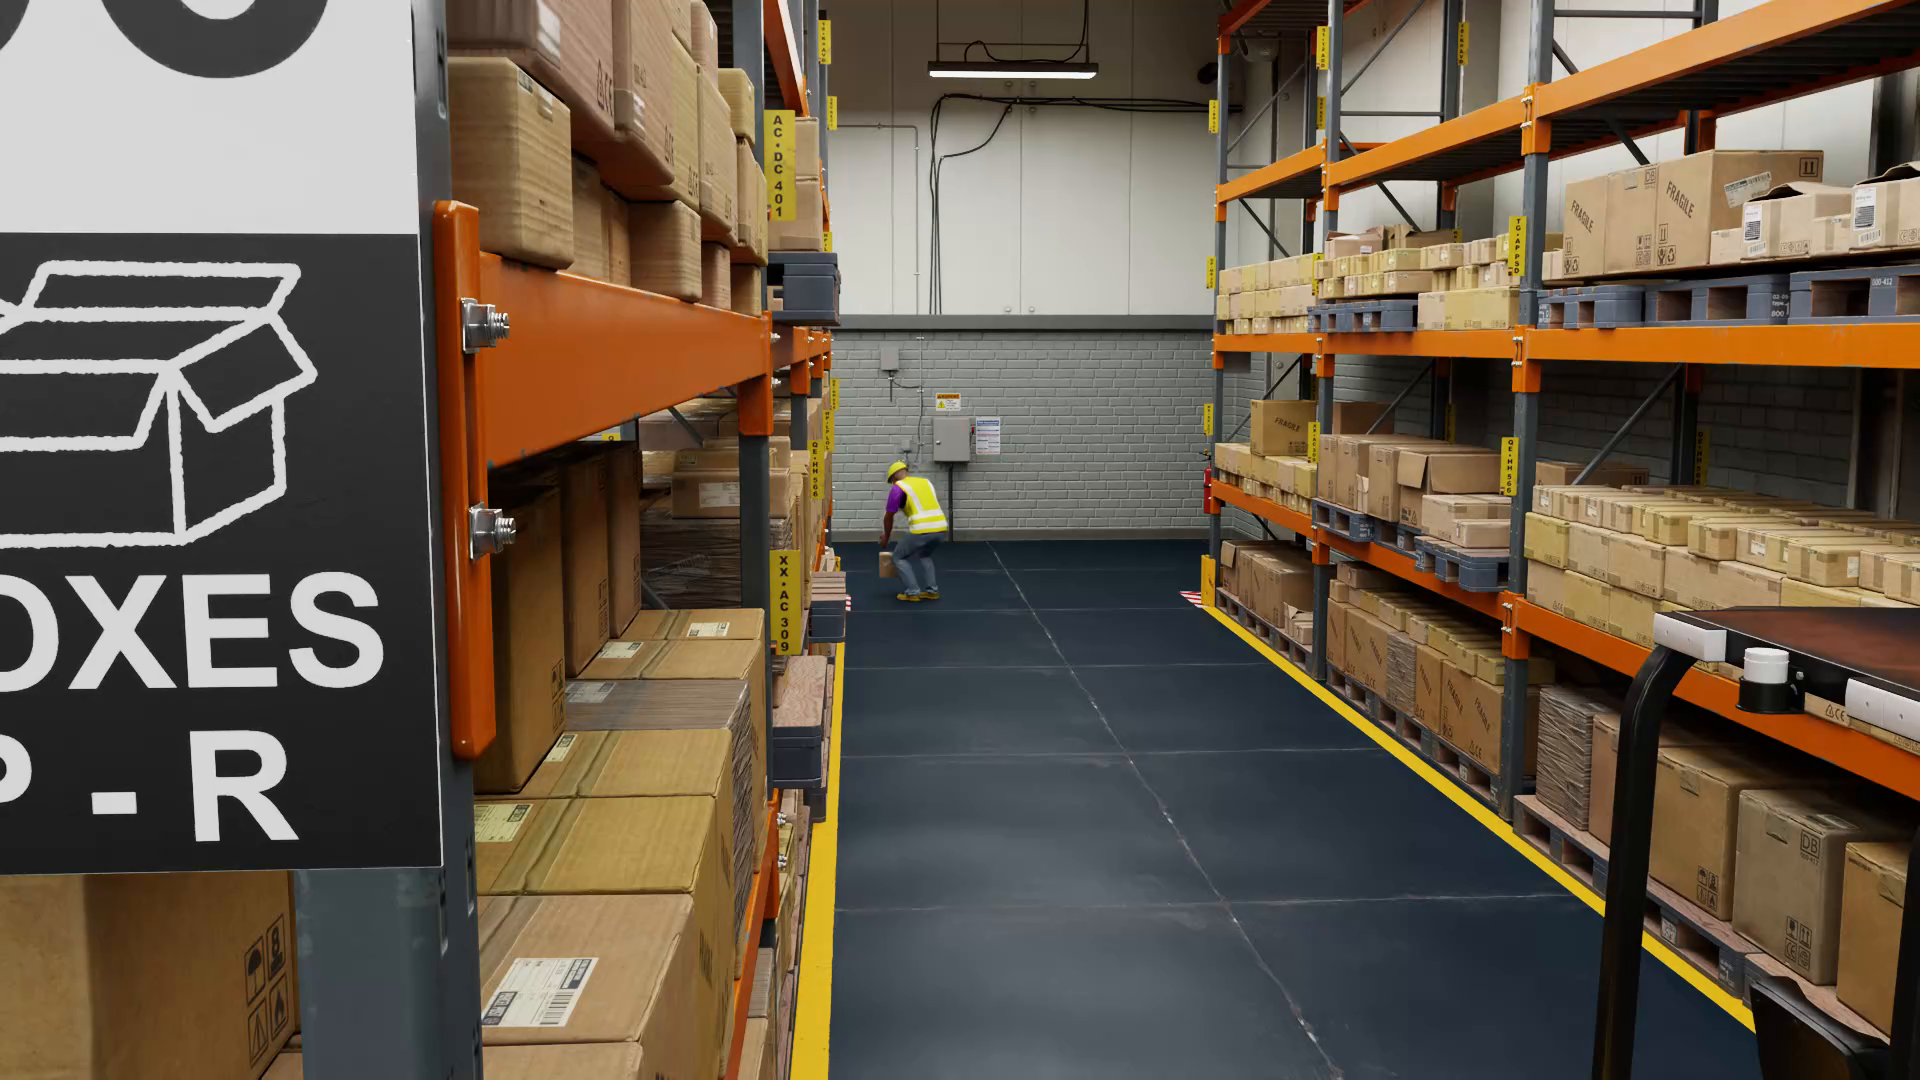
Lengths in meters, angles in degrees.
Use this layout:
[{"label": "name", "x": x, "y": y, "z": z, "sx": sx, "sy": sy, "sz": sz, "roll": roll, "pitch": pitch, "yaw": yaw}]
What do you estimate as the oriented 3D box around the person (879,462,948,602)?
[{"label": "person", "x": -0.499, "y": -0.090, "z": 17.680, "sx": 0.630, "sy": 1.462, "sz": 0.727, "roll": -6, "pitch": 9, "yaw": -40}]
